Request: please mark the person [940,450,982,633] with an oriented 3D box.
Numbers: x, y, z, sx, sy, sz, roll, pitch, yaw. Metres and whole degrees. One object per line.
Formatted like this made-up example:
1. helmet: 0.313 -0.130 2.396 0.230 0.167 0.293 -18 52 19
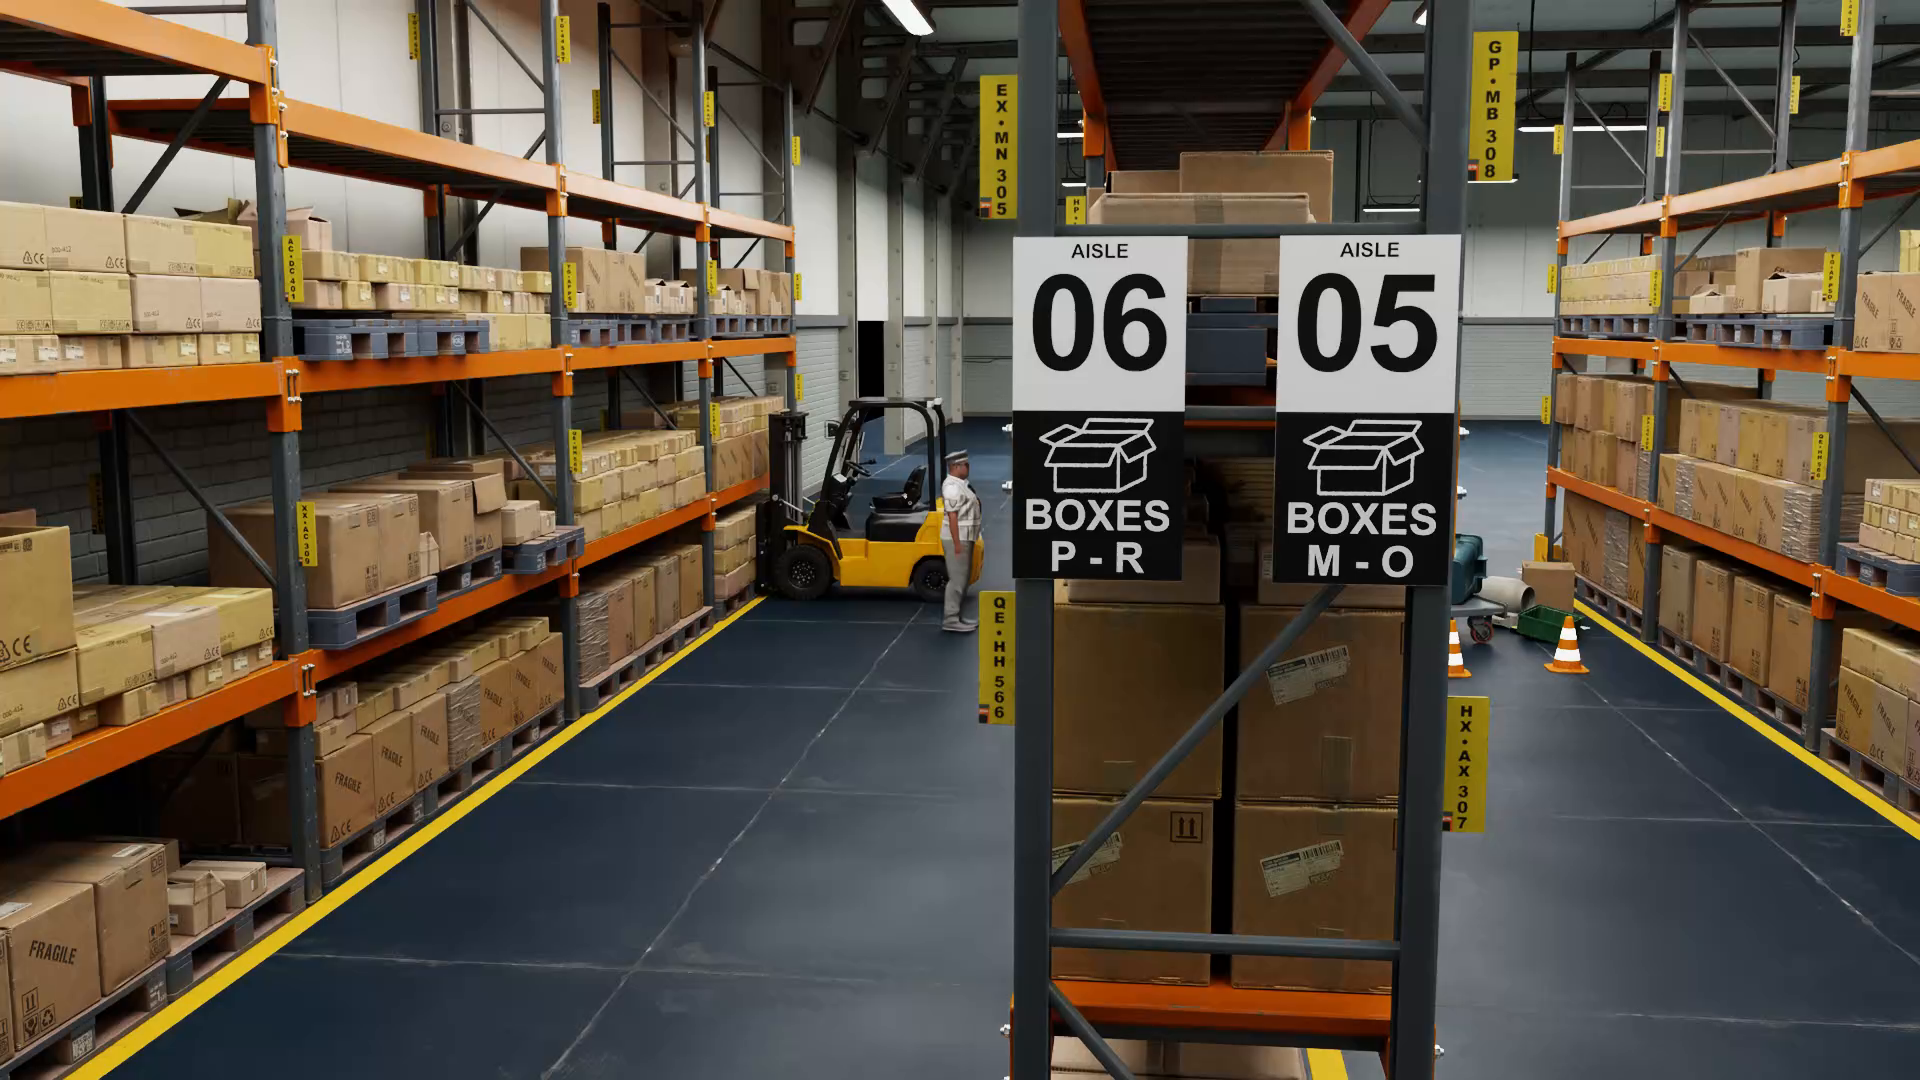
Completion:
1. person: 0.005 0.000 16.222 0.395 1.767 0.527 1 8 8
